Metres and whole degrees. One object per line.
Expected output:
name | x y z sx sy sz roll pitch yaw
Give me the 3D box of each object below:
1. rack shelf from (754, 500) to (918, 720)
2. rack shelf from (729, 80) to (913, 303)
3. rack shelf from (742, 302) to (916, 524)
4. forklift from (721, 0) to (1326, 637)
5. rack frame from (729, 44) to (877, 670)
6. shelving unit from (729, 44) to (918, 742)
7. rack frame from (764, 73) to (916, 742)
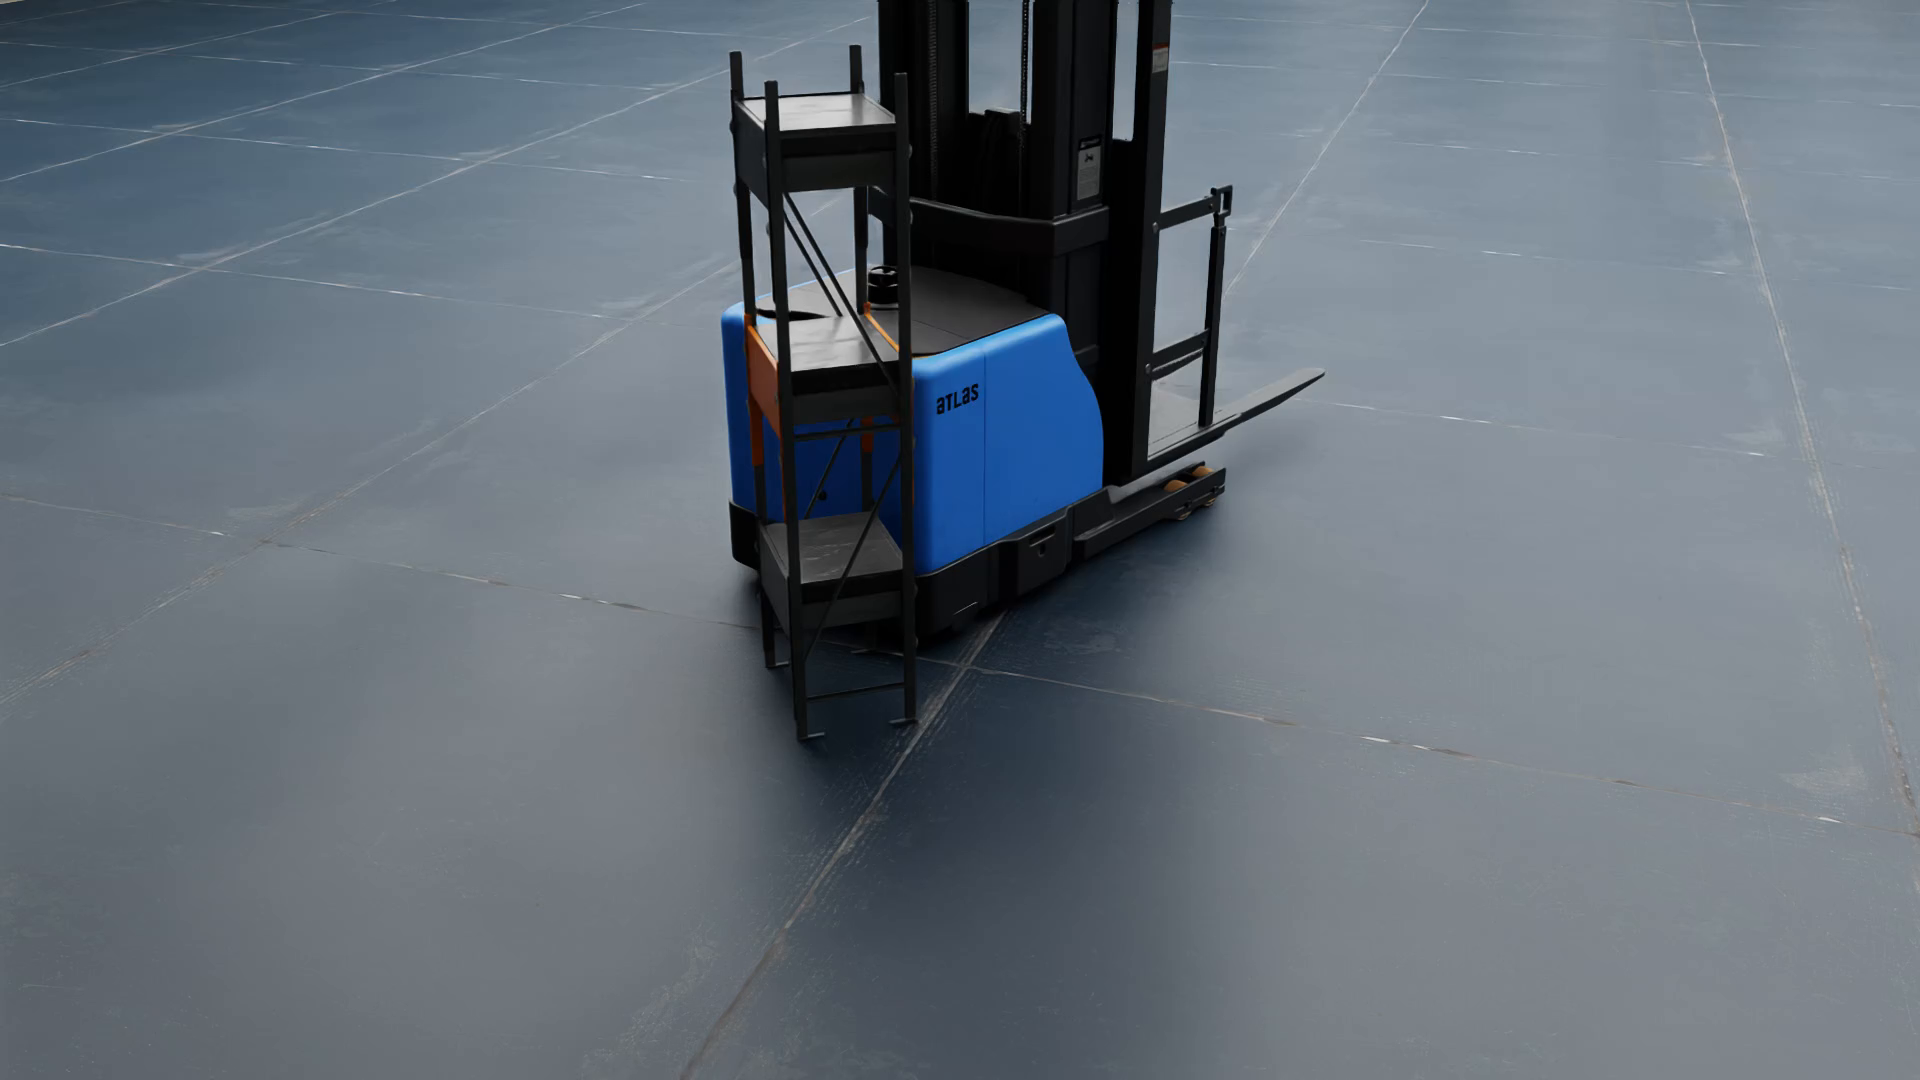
rack shelf | -0.413 0.222 5.520 0.431 0.518 0.480 -8 27 -16
rack shelf | -0.414 -1.038 4.910 0.431 0.518 0.480 -8 27 -16
rack shelf | -0.414 -0.408 5.215 0.431 0.518 0.480 -8 27 -16
forklift | 0.477 -1.534 6.554 1.130 2.935 3.031 22 33 37
rack frame | -0.490 -0.522 5.418 0.400 2.100 0.015 -8 27 -16
shelving unit | -0.414 -0.421 5.209 0.431 2.100 0.503 -8 27 -16
rack frame | -0.337 -0.320 5.000 0.400 2.100 0.015 -8 27 -16
